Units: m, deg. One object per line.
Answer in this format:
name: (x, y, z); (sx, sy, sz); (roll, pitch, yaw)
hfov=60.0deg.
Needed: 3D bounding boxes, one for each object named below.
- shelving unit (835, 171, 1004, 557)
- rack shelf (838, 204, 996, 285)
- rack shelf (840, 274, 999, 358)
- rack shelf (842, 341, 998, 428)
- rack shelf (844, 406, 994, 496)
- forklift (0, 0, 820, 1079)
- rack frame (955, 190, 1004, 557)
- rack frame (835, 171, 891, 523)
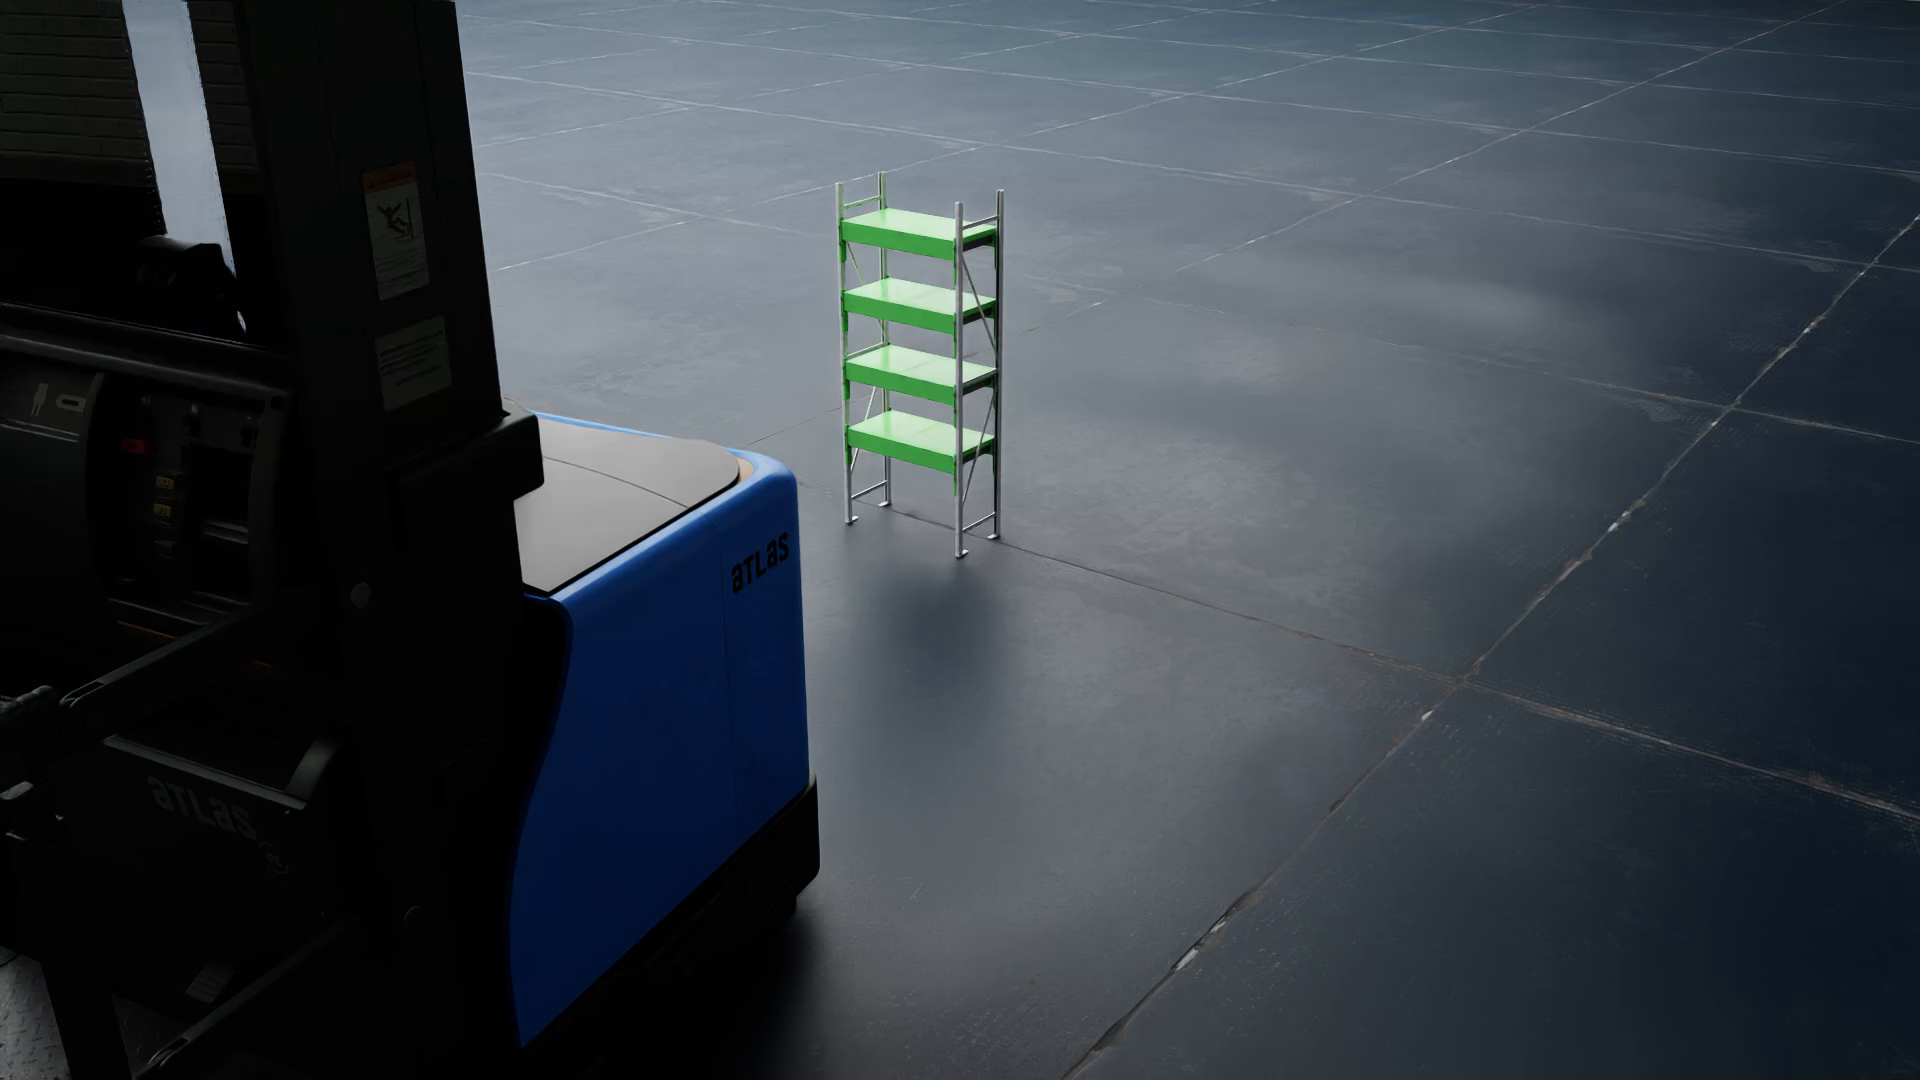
shelving unit: (-0.132, -0.589, 5.599); (0.503, 1.200, 0.258); (17, 29, 33)
rack shelf: (-0.132, -0.970, 5.431); (0.480, 0.148, 0.258); (17, 29, 33)
rack shelf: (-0.132, -0.750, 5.528); (0.480, 0.148, 0.258); (17, 29, 33)
rack shelf: (-0.132, -0.531, 5.625); (0.480, 0.148, 0.258); (17, 29, 33)
rack shelf: (-0.132, -0.311, 5.721); (0.480, 0.148, 0.258); (17, 29, 33)
forklift: (-1.434, -0.085, 2.307); (1.130, 2.935, 3.031); (11, 26, 24)
rack frame: (0.063, -0.530, 5.465); (0.015, 1.200, 0.240); (17, 29, 33)
rack frame: (-0.328, -0.648, 5.733); (0.015, 1.200, 0.240); (17, 29, 33)
